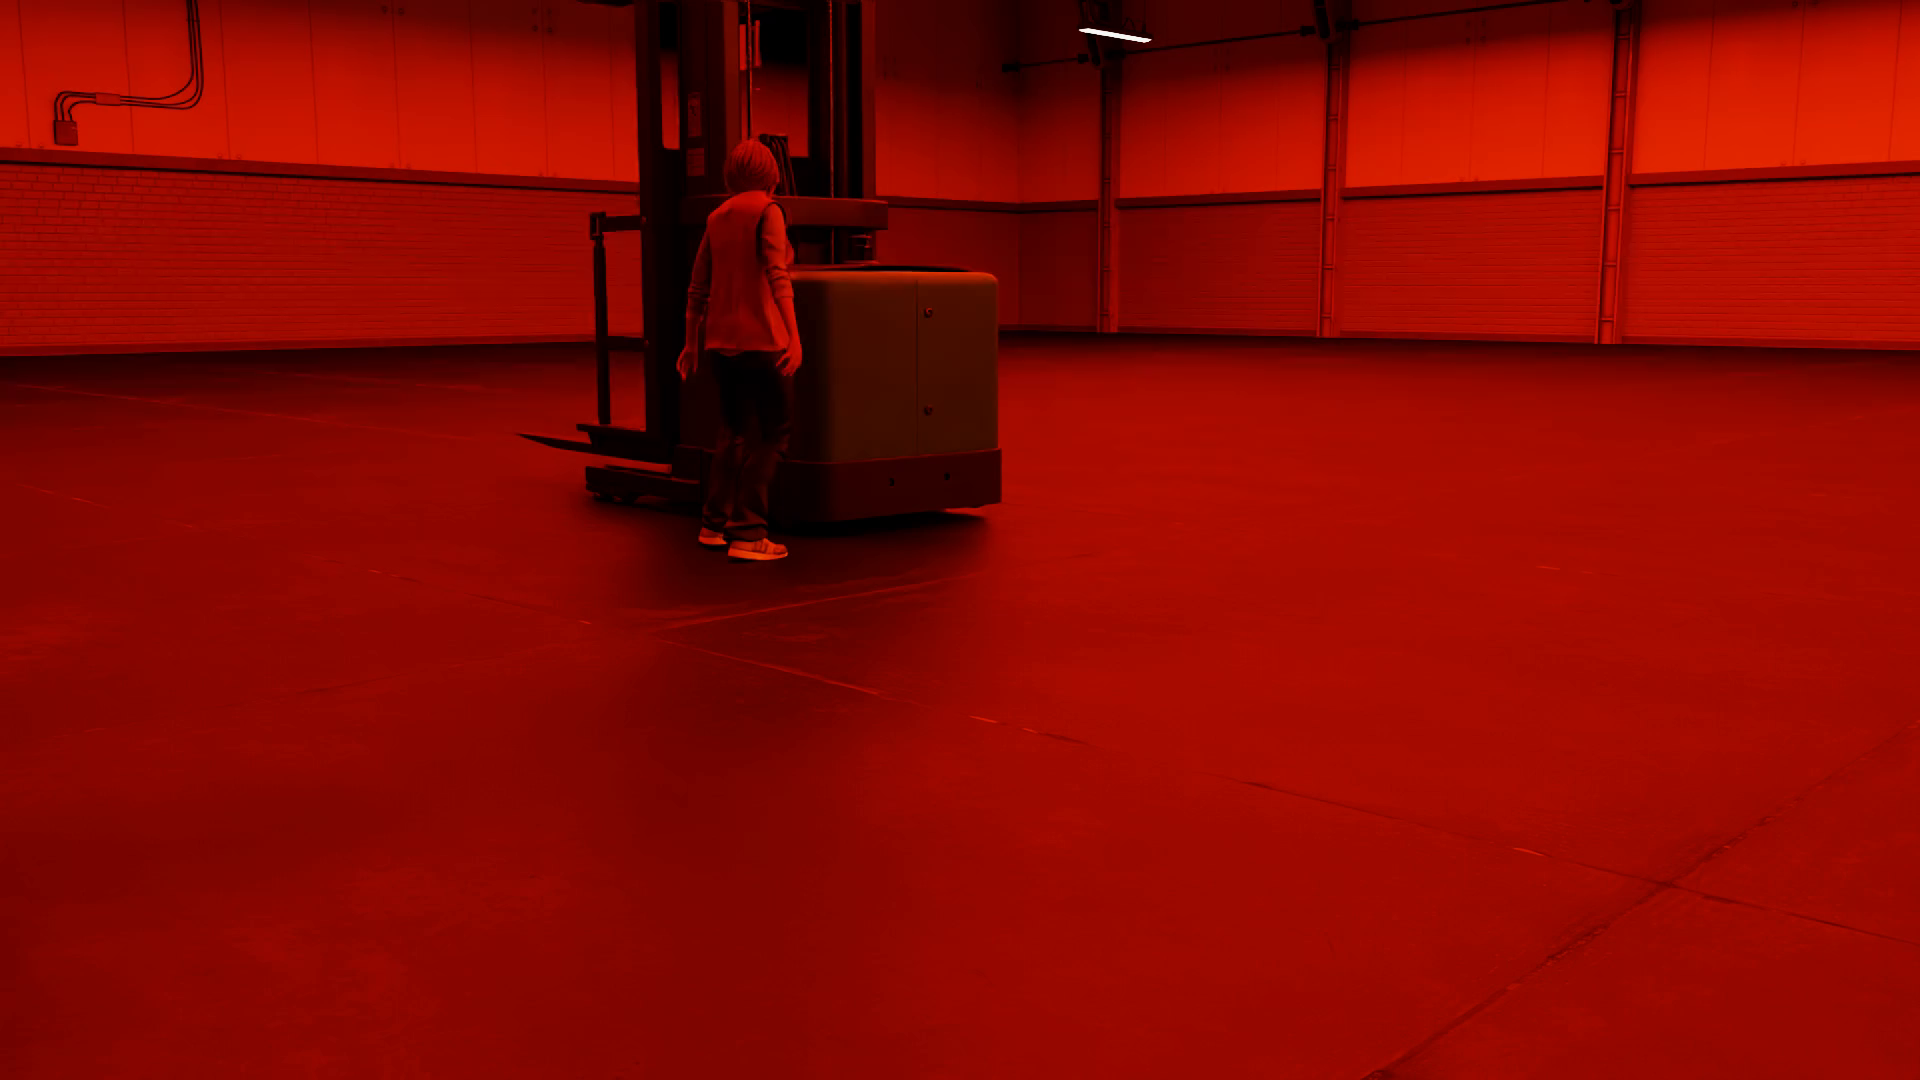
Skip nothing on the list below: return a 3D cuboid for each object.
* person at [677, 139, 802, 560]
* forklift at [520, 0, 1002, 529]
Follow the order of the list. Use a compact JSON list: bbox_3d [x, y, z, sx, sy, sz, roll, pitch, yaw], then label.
[{"bbox_3d":[-0.815,-0.710,6.265,0.737,1.570,0.398,8,12,42],"label":"person"},{"bbox_3d":[-1.157,-1.665,7.935,1.130,2.935,3.031,-7,11,-40],"label":"forklift"}]
